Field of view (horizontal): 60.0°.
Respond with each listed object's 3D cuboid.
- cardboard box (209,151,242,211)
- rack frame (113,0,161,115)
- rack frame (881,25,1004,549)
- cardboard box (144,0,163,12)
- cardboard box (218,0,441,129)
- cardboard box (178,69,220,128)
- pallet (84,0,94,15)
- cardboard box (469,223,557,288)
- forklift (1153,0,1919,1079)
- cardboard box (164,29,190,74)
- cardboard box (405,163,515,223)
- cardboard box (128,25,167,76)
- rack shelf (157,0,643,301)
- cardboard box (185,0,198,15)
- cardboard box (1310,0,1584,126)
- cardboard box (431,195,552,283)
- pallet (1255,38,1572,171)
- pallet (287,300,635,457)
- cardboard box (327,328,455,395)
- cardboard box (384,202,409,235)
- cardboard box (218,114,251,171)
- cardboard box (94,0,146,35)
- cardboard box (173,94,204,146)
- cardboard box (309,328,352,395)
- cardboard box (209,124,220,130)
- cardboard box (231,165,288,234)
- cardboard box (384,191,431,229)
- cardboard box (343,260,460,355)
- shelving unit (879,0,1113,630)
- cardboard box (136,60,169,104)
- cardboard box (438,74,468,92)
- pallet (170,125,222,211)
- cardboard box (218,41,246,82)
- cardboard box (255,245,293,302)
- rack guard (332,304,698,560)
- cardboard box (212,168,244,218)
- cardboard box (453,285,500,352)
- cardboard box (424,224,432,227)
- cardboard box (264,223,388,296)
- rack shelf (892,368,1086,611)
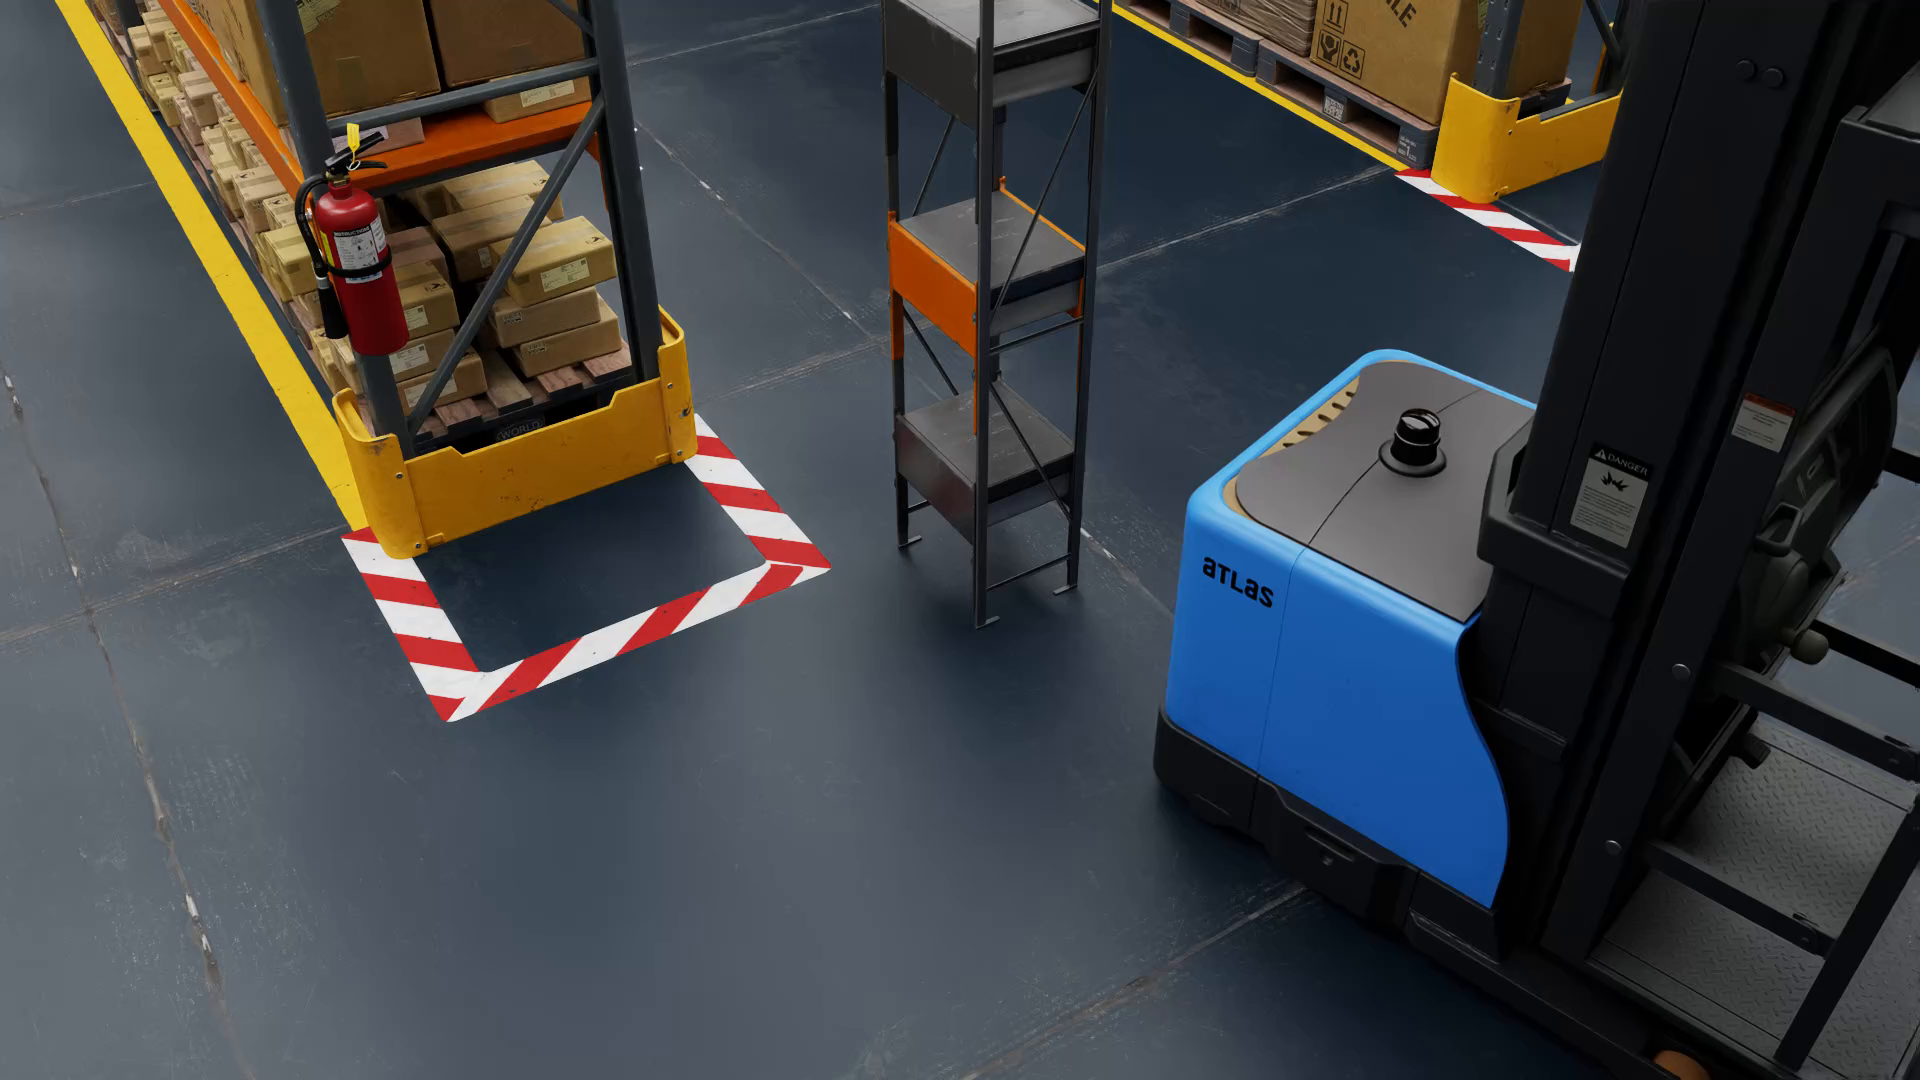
[{"bbox_3d":[-2.876,-1.528,6.907,0.380,0.149,0.250,-22,44,-24],"label":"cardboard box"},{"bbox_3d":[-3.638,-3.481,7.585,1.000,3.000,0.127,-22,45,-24],"label":"rack frame"},{"bbox_3d":[-0.042,-0.849,5.129,0.400,2.100,0.015,-22,45,-24],"label":"rack frame"},{"bbox_3d":[-3.628,-2.519,7.864,0.380,0.149,0.250,-20,44,-23],"label":"cardboard box"},{"bbox_3d":[-1.946,-1.629,5.051,0.500,0.500,0.500,-21,44,-24],"label":"cardboard box"},{"bbox_3d":[-3.125,-1.932,7.159,0.380,0.149,0.250,-21,44,-24],"label":"cardboard box"},{"bbox_3d":[-4.718,-3.489,9.772,1.003,0.211,1.213,-22,45,-24],"label":"pallet"},{"bbox_3d":[-1.652,-1.041,6.323,0.380,0.149,0.250,-22,45,-25],"label":"cardboard box"},{"bbox_3d":[2.003,-0.018,3.482,3.031,2.935,1.130,29,48,30],"label":"forklift"},{"bbox_3d":[-3.352,-2.230,7.517,0.380,0.149,0.250,-23,45,-25],"label":"cardboard box"},{"bbox_3d":[-1.963,-1.410,6.533,0.380,0.149,0.250,-24,46,-26],"label":"cardboard box"},{"bbox_3d":[-3.713,-2.356,7.901,0.380,0.149,0.250,-20,44,-22],"label":"cardboard box"},{"bbox_3d":[-2.563,-2.125,6.519,1.077,0.370,4.000,-22,45,-24],"label":"rack shelf"},{"bbox_3d":[-2.499,-2.179,5.711,0.500,0.500,0.500,-22,45,-24],"label":"cardboard box"},{"bbox_3d":[2.337,-2.638,7.904,0.875,0.875,0.875,-22,45,-24],"label":"cardboard box"},{"bbox_3d":[-1.732,-1.124,6.190,0.380,0.149,0.250,-21,44,-24],"label":"cardboard box"},{"bbox_3d":[2.253,-2.308,8.355,1.003,0.211,1.213,-22,45,-24],"label":"pallet"},{"bbox_3d":[-1.935,-0.743,6.476,1.003,0.211,1.213,-22,45,-24],"label":"pallet"},{"bbox_3d":[-2.012,-0.689,5.901,0.380,0.149,0.250,-23,45,-25],"label":"cardboard box"},{"bbox_3d":[-2.351,-1.150,6.453,0.380,0.149,0.250,-23,45,-25],"label":"cardboard box"},{"bbox_3d":[-2.809,-1.666,6.841,0.380,0.149,0.250,-22,45,-24],"label":"cardboard box"},{"bbox_3d":[-4.249,-2.995,8.626,0.500,0.500,0.500,-23,45,-25],"label":"cardboard box"},{"bbox_3d":[-3.393,-1.980,7.682,0.380,0.149,0.250,-22,45,-25],"label":"cardboard box"},{"bbox_3d":[-2.170,-0.705,6.151,0.380,0.149,0.250,-21,44,-23],"label":"cardboard box"},{"bbox_3d":[-3.069,-1.828,7.267,0.380,0.149,0.250,-20,44,-22],"label":"cardboard box"},{"bbox_3d":[-2.596,-1.354,6.466,0.380,0.149,0.250,-21,44,-23],"label":"cardboard box"},{"bbox_3d":[-2.128,-1.429,6.788,0.380,0.149,0.250,-24,46,-26],"label":"cardboard box"},{"bbox_3d":[-1.986,-0.815,5.820,0.380,0.149,0.250,-22,44,-24],"label":"cardboard box"},{"bbox_3d":[0.089,-0.717,4.971,0.431,2.100,0.503,-22,45,-24],"label":"shelving unit"},{"bbox_3d":[-3.713,-2.240,7.994,0.380,0.149,0.250,-24,46,-26],"label":"cardboard box"},{"bbox_3d":[-1.557,-1.637,5.567,0.380,0.149,0.250,-21,44,-23],"label":"cardboard box"},{"bbox_3d":[-3.247,-2.060,8.057,1.003,0.211,1.213,-22,45,-24],"label":"pallet"},{"bbox_3d":[-2.308,-1.712,5.657,0.380,0.149,0.250,-21,44,-23],"label":"cardboard box"},{"bbox_3d":[-2.573,-1.122,6.652,0.380,0.149,0.250,-24,46,-26],"label":"cardboard box"},{"bbox_3d":[-1.528,-0.403,5.843,1.175,0.500,0.348,-22,45,-24],"label":"rack guard"},{"bbox_3d":[-2.981,-1.554,7.171,0.380,0.149,0.250,-23,45,-26],"label":"cardboard box"},{"bbox_3d":[-1.709,-0.894,6.379,0.380,0.149,0.250,-22,45,-25],"label":"cardboard box"},{"bbox_3d":[-2.111,-1.307,6.874,0.380,0.149,0.250,-22,45,-24],"label":"cardboard box"},{"bbox_3d":[-2.319,-1.067,6.121,0.380,0.149,0.250,-23,45,-25],"label":"cardboard box"},{"bbox_3d":[0.089,-0.169,5.427,0.431,0.518,0.480,-22,45,-24],"label":"rack shelf"}]
